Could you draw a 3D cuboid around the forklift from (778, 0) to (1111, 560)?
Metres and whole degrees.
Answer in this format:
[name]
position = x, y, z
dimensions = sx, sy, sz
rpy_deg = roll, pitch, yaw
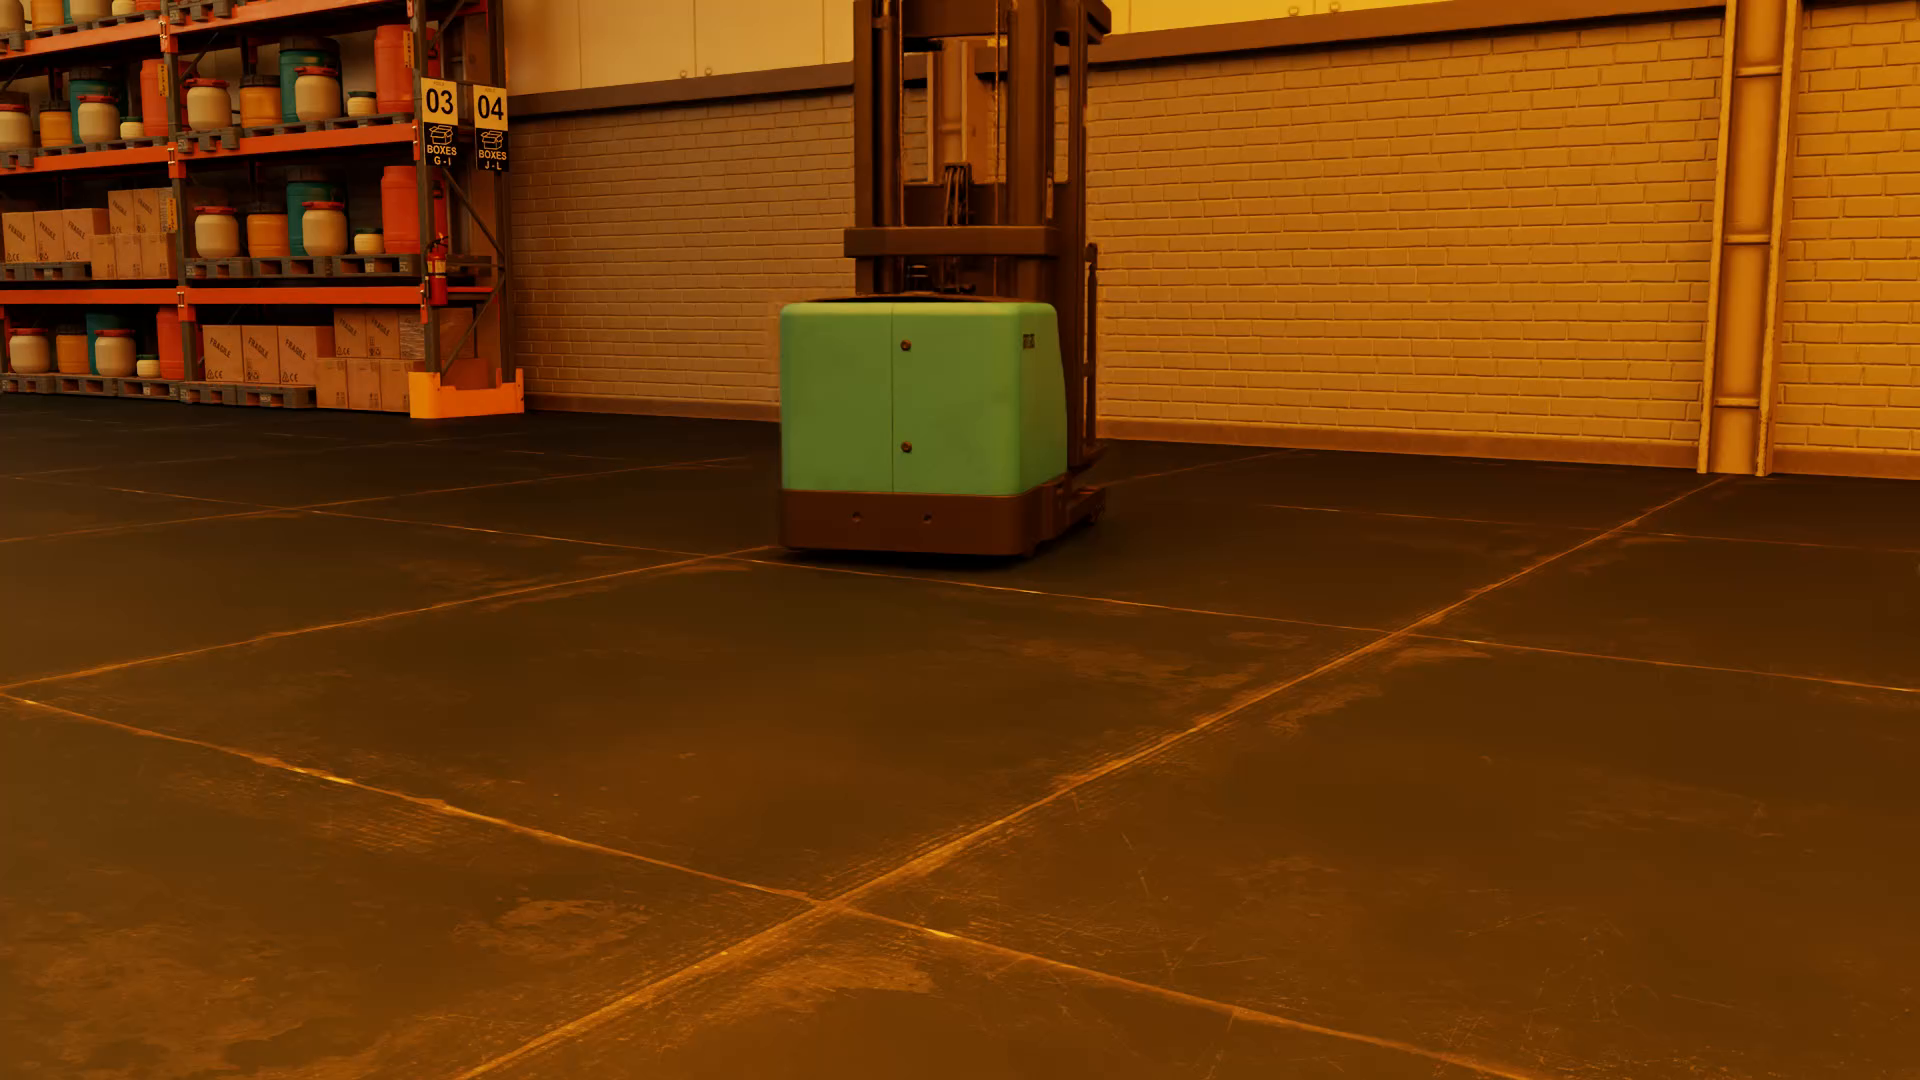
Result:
[forklift]
position = 0.107, -1.539, 8.012
dimensions = 1.130, 2.935, 3.031
rpy_deg = 2, 8, 14
